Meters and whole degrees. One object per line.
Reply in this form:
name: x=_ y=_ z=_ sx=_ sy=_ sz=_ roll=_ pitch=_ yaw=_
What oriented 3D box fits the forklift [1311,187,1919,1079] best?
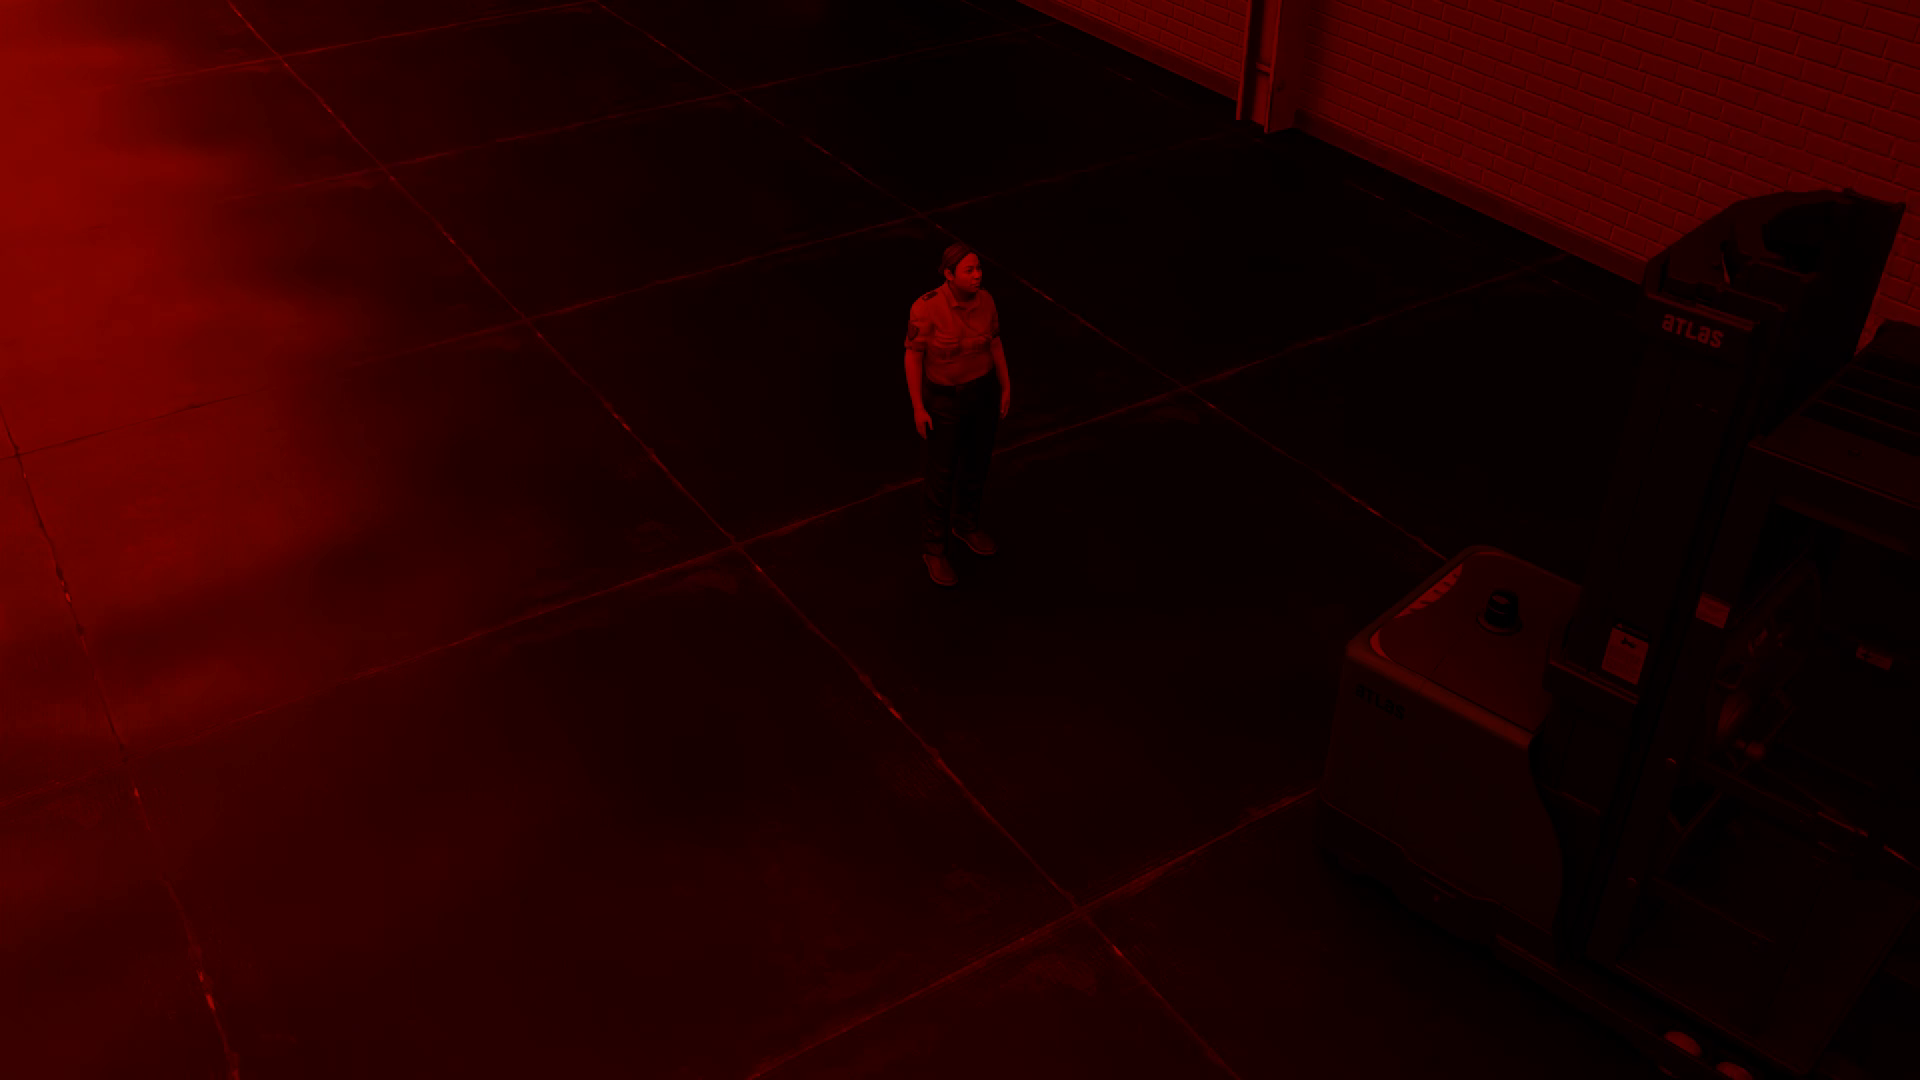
forklift: x=2.851 y=0.465 z=5.486 sx=3.031 sy=2.935 sz=1.130 roll=29 pitch=44 yaw=35

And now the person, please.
person: x=0.030 y=-0.629 z=8.147 sx=0.598 sy=1.651 sz=0.502 roll=-21 pitch=40 yaw=-27
